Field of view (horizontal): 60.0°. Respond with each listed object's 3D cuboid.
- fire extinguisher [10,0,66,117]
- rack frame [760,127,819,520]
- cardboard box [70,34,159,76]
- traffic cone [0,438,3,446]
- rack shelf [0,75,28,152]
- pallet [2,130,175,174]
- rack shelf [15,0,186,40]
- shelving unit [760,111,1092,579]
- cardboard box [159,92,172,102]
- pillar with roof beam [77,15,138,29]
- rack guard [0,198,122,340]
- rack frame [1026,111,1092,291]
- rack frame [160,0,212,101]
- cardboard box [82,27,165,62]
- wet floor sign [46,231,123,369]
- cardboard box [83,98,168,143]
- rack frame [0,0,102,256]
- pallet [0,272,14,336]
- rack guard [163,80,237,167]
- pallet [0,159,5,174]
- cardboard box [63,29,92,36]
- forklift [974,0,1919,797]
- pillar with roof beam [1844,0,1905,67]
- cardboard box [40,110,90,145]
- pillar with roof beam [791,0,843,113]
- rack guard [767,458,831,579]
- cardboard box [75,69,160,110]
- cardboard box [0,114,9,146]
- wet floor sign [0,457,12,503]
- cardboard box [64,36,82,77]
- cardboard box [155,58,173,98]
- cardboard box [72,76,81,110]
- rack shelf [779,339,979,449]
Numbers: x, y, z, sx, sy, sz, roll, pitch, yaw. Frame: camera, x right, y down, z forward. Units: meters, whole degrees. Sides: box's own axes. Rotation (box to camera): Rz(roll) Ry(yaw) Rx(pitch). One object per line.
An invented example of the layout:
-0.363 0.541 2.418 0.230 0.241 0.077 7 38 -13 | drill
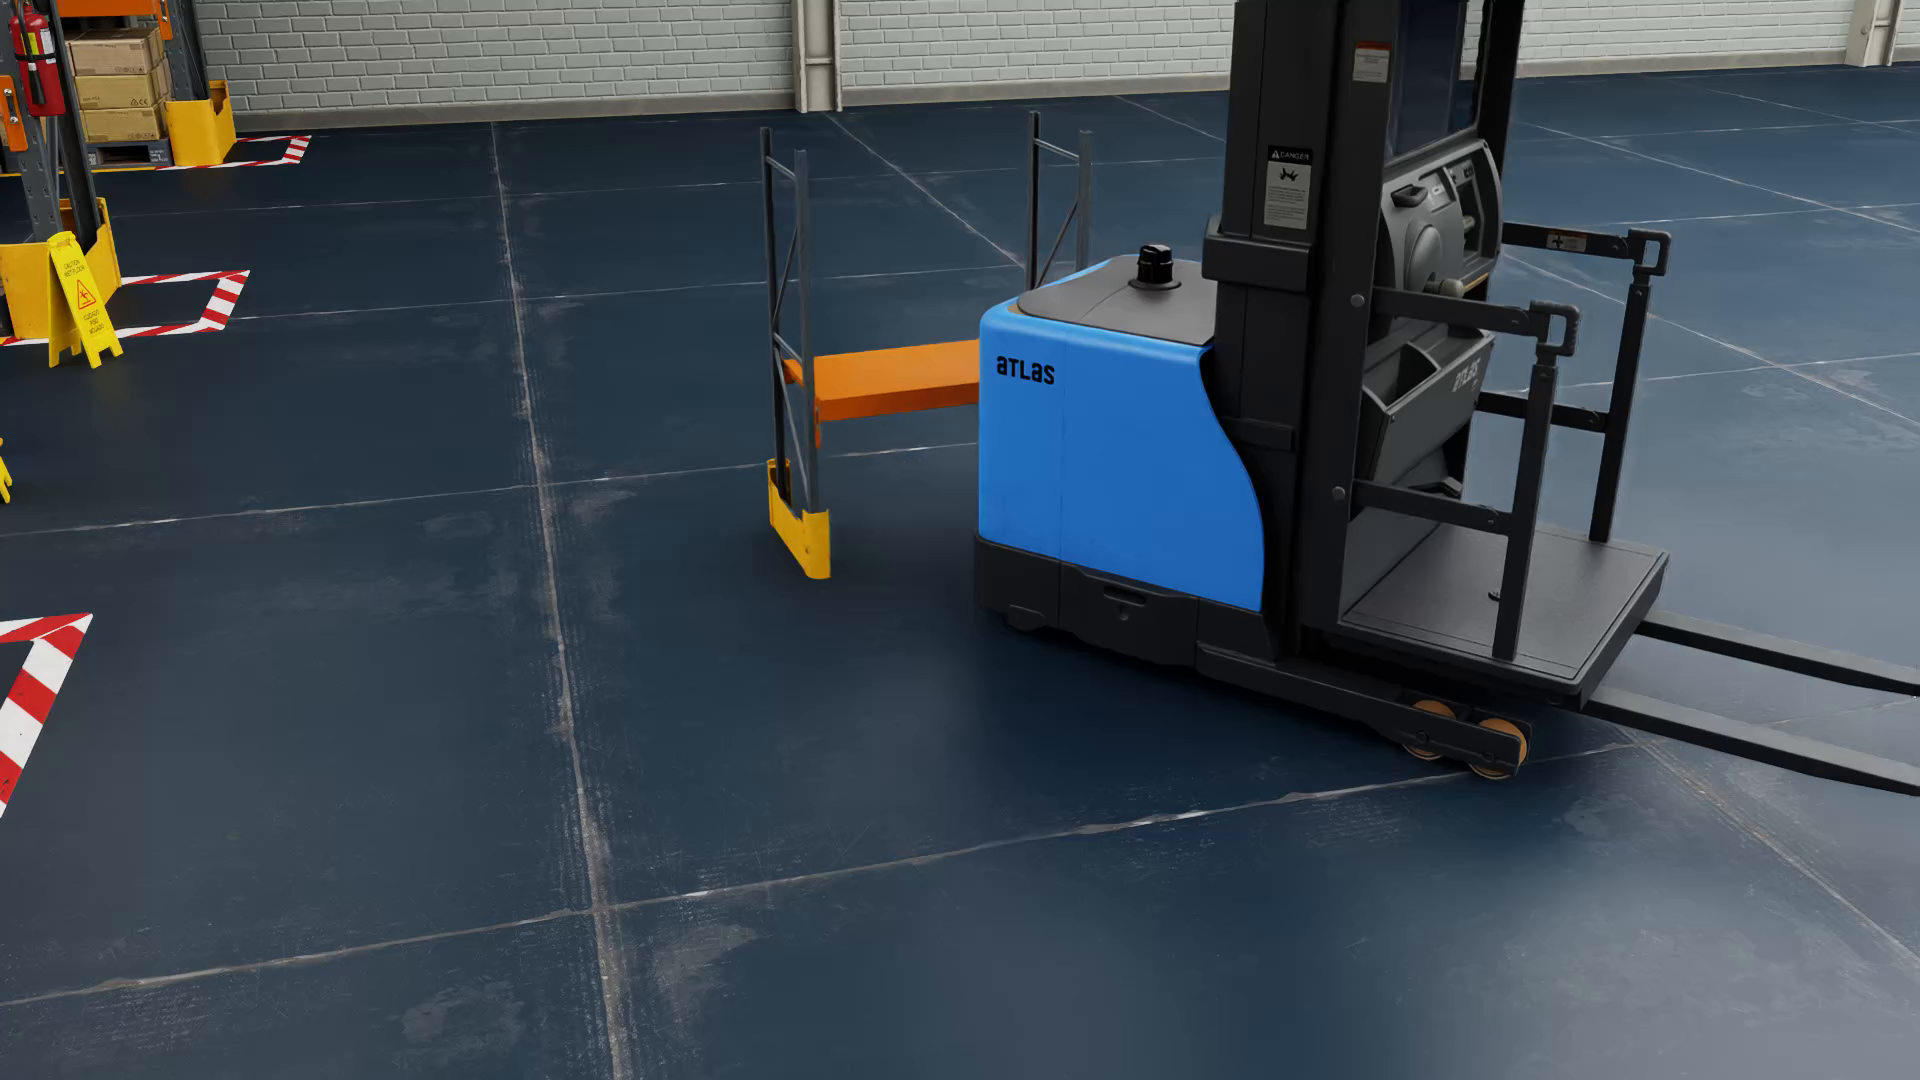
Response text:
-4.623 -2.468 8.296 0.183 0.674 0.296 -6 24 -14 | fire extinguisher
-0.598 -0.661 5.888 0.032 1.500 0.500 -8 25 -19 | rack frame
-6.562 -3.772 12.923 0.500 0.250 0.500 -5 24 -13 | cardboard box
-4.297 -0.580 7.014 0.334 0.463 0.336 -6 24 -14 | traffic cone
-6.784 -2.123 8.305 4.000 0.370 1.077 -6 24 -14 | rack shelf
-6.928 -3.172 13.374 1.213 0.211 1.003 -6 24 -14 | pallet
-8.128 -4.007 12.696 4.000 0.370 1.077 -6 24 -14 | rack shelf
-0.131 -0.730 6.049 1.083 1.500 0.587 -8 25 -19 | shelving unit
-6.728 -3.502 13.561 0.500 0.250 0.500 -6 24 -14 | cardboard box
-5.954 -5.941 8.683 0.400 9.000 9.100 -6 24 -14 | pillar with roof beam
-4.931 -1.509 9.134 0.348 0.500 1.175 -6 24 -14 | rack guard
0.354 -0.802 6.216 0.032 1.500 0.500 -8 25 -19 | rack frame
-6.203 -4.550 13.051 0.127 3.000 1.000 -6 24 -14 | rack frame
-6.716 -3.960 13.361 0.500 0.250 0.500 -7 24 -15 | cardboard box
-4.386 -1.198 8.224 0.232 0.644 0.267 2 23 4 | wet floor sign
-6.570 -3.310 13.114 0.500 0.250 0.500 -6 24 -14 | cardboard box
-4.858 -2.666 8.660 0.127 3.000 1.000 -6 24 -14 | rack frame
-5.723 -1.304 9.020 1.213 0.211 1.003 -6 24 -14 | pallet
-6.179 -3.404 13.550 0.348 0.500 1.175 -6 24 -14 | rack guard
-8.100 -3.043 13.074 1.213 0.211 1.003 -6 24 -14 | pallet
-7.197 -3.905 13.234 0.500 0.250 0.500 -6 24 -14 | cardboard box
1.554 -0.912 4.658 3.031 2.935 1.130 15 27 31 | forklift
11.377 -7.858 13.152 0.400 9.000 9.100 -6 24 -14 | pillar with roof beam
-7.051 -3.260 12.999 0.500 0.250 0.500 -6 24 -14 | cardboard box
-0.177 -6.580 10.173 0.400 9.000 9.100 -6 24 -14 | pillar with roof beam
-0.597 -0.087 6.135 0.087 0.250 0.587 -8 25 -19 | rack guard
-6.587 -3.539 13.014 0.500 0.250 0.500 -7 24 -15 | cardboard box
-7.535 -3.211 12.883 0.500 0.250 0.500 -6 24 -14 | cardboard box
-3.931 -0.471 6.528 0.232 0.644 0.267 -11 25 -23 | wet floor sign
-7.052 -3.715 12.791 0.500 0.250 0.500 -6 24 -13 | cardboard box
-6.711 -3.738 13.479 0.500 0.250 0.500 -6 24 -13 | cardboard box
-7.073 -3.490 12.899 0.500 0.250 0.500 -7 24 -15 | cardboard box
-0.122 -0.566 6.123 1.000 0.185 0.538 -8 25 -19 | rack shelf
